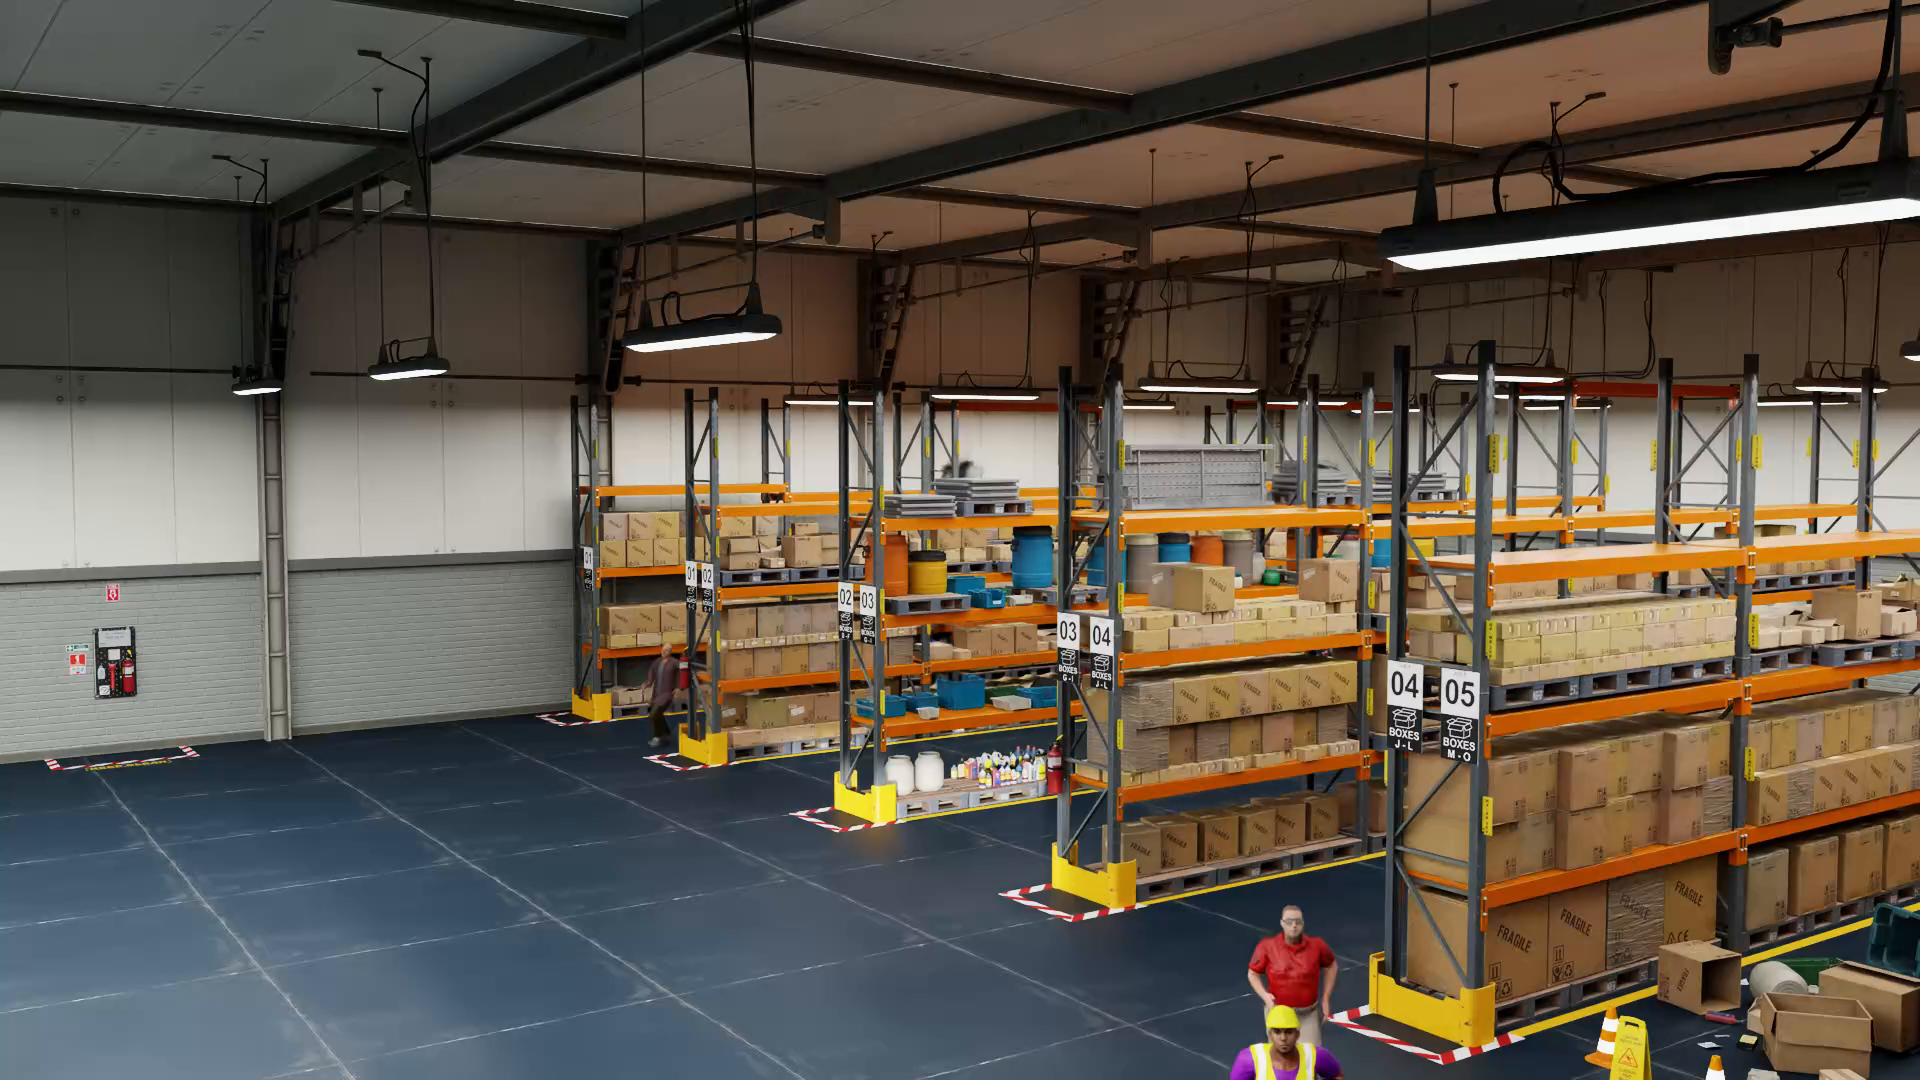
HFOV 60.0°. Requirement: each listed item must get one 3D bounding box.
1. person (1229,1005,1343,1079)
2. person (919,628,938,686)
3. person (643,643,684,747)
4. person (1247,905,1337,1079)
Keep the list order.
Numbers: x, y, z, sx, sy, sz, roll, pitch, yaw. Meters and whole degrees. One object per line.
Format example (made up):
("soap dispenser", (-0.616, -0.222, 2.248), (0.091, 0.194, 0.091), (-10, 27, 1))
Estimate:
("person", (1.968, 3.684, 10.113), (0.680, 1.768, 0.751), (1, 4, 15))
("person", (-0.551, 2.459, 31.526), (0.601, 1.626, 0.587), (-3, 4, -39))
("person", (-4.974, 2.620, 28.029), (0.773, 1.770, 0.696), (2, 4, 36))
("person", (2.470, 3.570, 12.378), (0.660, 1.702, 0.618), (1, 4, 11))
